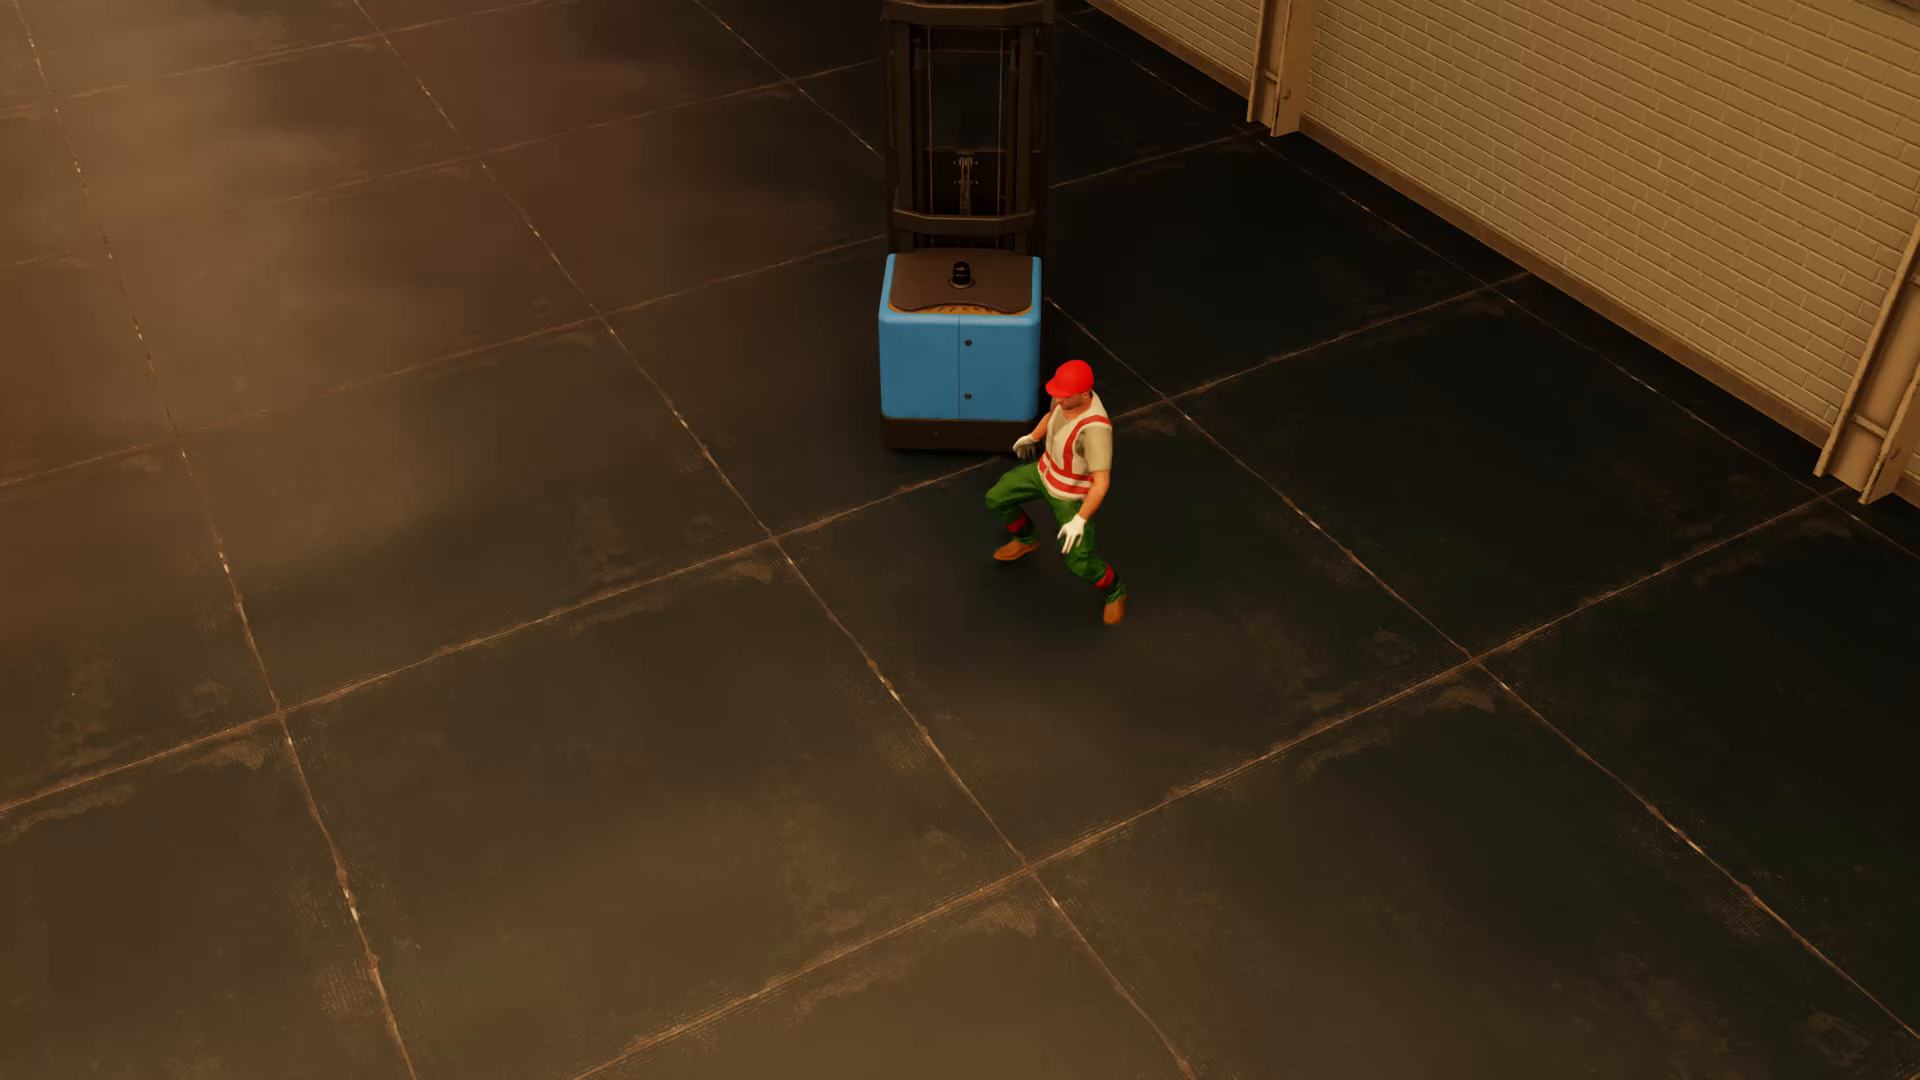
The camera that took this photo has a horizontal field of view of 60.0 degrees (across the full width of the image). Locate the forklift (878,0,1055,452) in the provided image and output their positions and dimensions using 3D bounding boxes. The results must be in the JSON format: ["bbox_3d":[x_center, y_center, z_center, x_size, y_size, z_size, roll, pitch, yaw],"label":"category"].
[{"bbox_3d":[0.058,-2.628,11.205,1.130,2.935,3.031,2,40,2],"label":"forklift"}]

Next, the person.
[{"bbox_3d":[0.595,-0.322,9.455,0.678,1.650,0.993,-15,42,-17],"label":"person"}]
